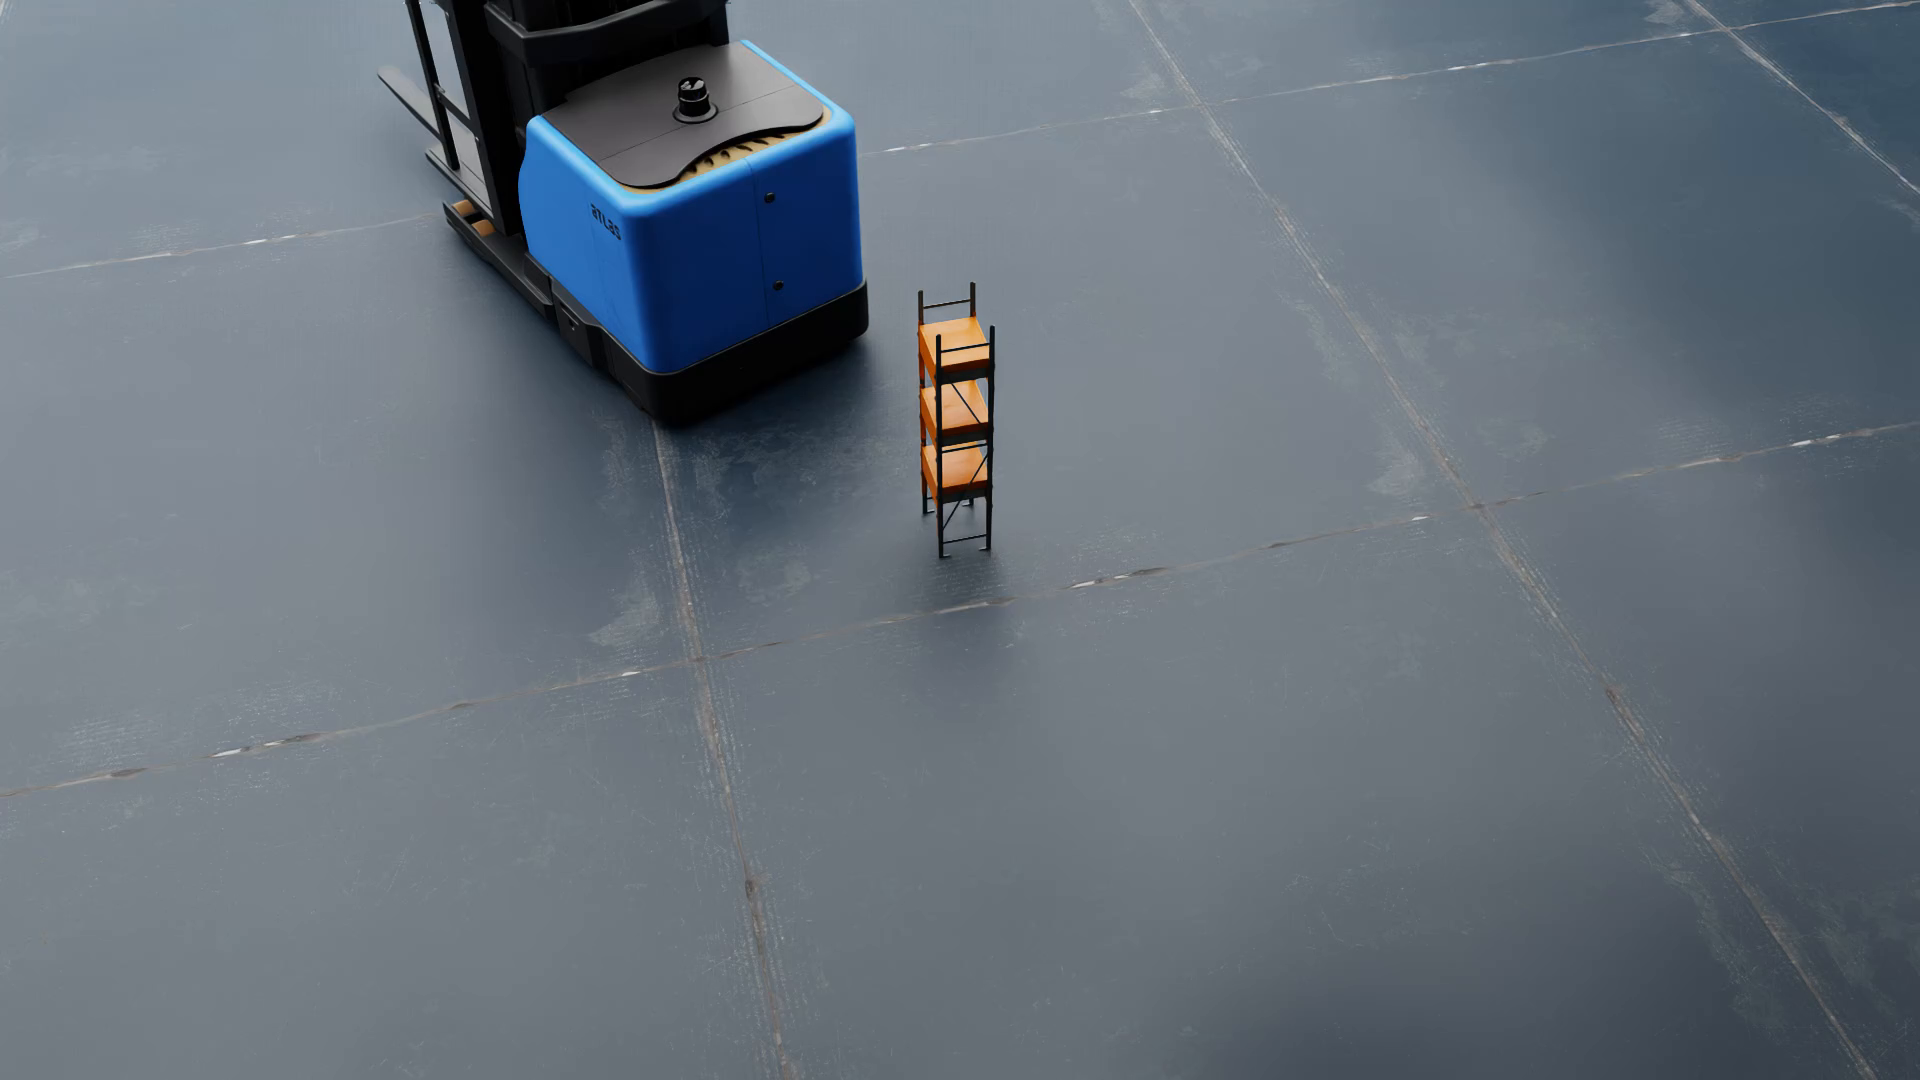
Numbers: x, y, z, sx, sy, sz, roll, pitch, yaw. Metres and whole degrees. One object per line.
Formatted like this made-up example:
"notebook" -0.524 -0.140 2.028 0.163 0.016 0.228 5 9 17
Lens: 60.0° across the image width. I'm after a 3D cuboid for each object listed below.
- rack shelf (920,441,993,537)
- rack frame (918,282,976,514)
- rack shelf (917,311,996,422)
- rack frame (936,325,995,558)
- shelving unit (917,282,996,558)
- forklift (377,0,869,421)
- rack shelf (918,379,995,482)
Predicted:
"rack shelf" -0.014 -0.202 6.117 0.215 0.259 0.240 -11 47 -10
"rack frame" -0.045 -0.489 5.994 0.200 1.050 0.008 -11 47 -10
"rack shelf" -0.014 -0.596 5.716 0.215 0.259 0.240 -11 47 -10
"rack frame" 0.018 -0.320 5.829 0.200 1.050 0.008 -11 47 -10
"shelving unit" -0.014 -0.404 5.911 0.215 1.050 0.252 -11 47 -10
"forklift" -1.689 -2.497 6.645 1.130 2.935 3.031 -29 52 -26
"rack shelf" -0.014 -0.397 5.919 0.215 0.259 0.240 -11 47 -10
